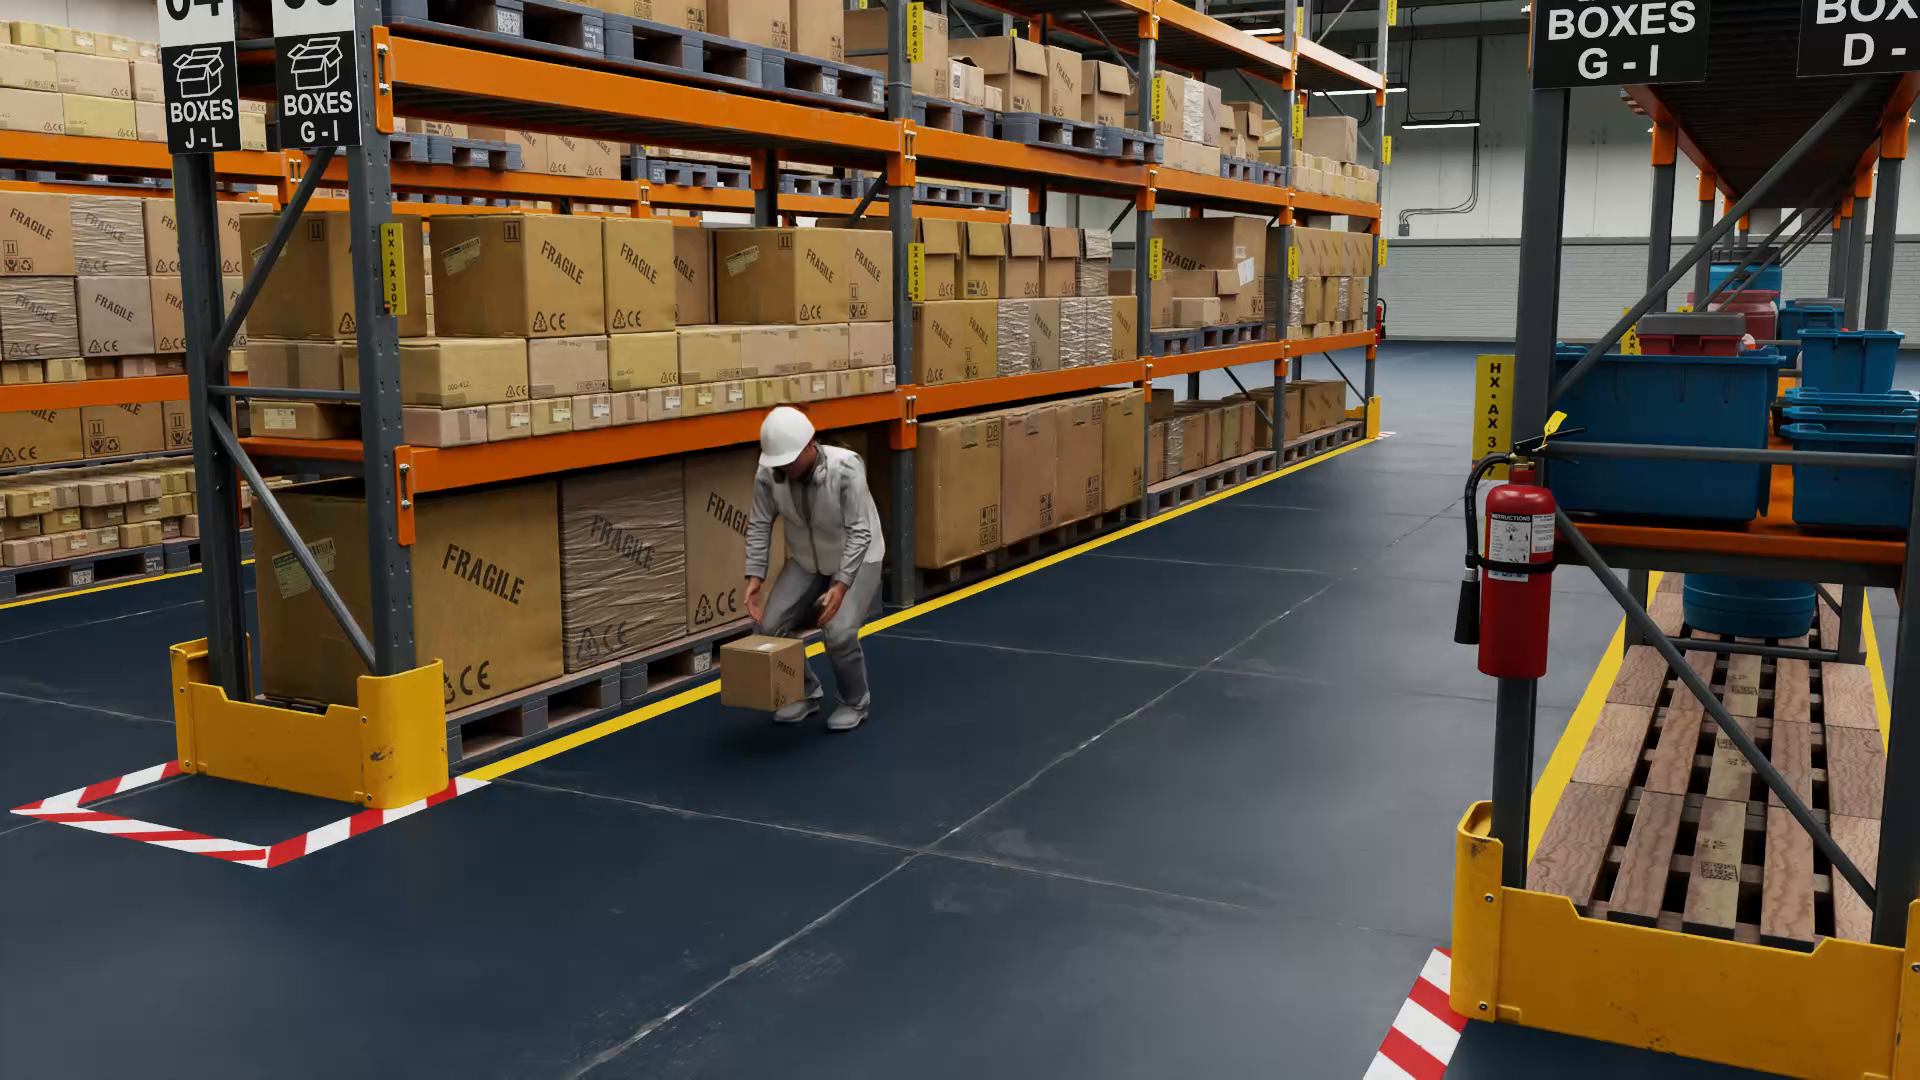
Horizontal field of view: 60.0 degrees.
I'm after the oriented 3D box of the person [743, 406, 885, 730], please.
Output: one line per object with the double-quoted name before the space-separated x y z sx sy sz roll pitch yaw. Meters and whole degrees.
"person" -0.608 0.115 7.195 0.592 1.422 0.768 4 10 26
